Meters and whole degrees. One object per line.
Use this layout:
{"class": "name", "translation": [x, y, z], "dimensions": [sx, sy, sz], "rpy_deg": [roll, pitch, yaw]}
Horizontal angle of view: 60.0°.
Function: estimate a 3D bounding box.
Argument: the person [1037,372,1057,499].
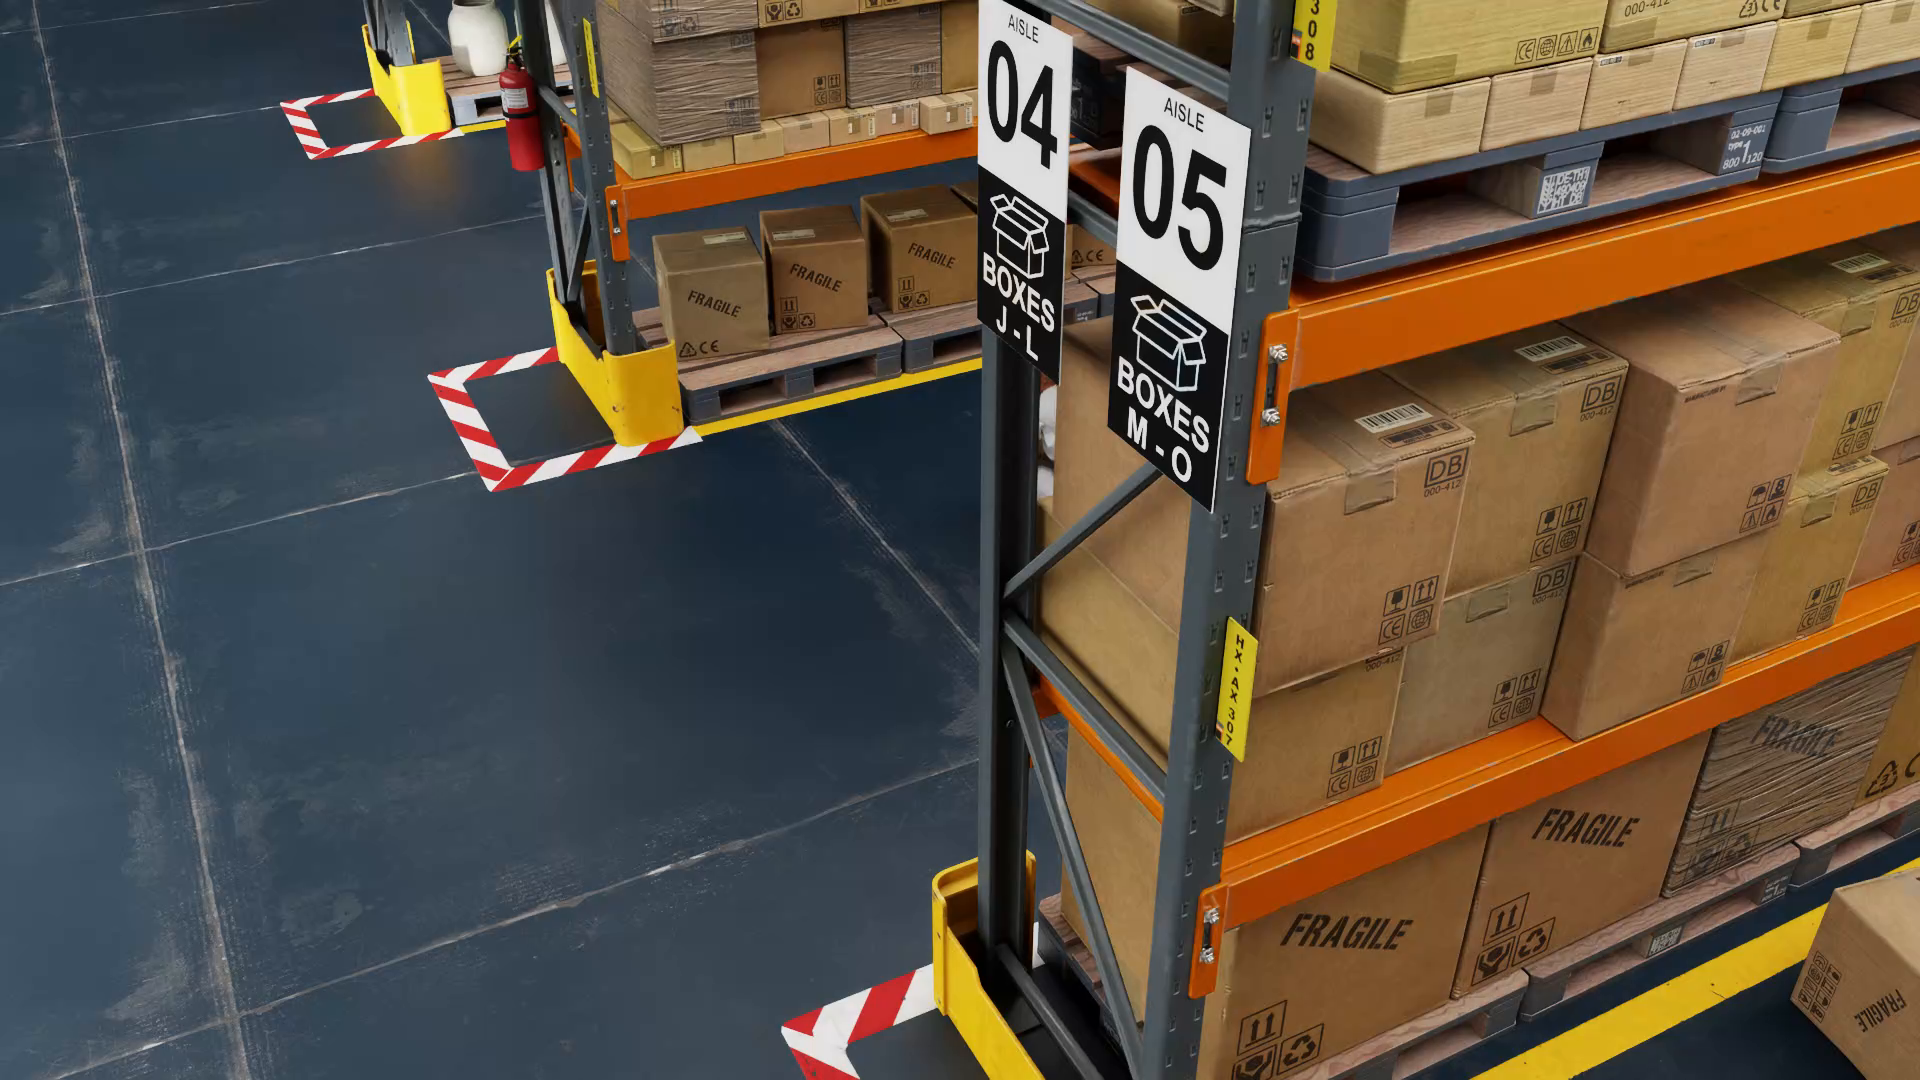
{"class": "person", "translation": [0.483, -0.353, 7.329], "dimensions": [0.426, 0.895, 0.820], "rpy_deg": [-17, 37, -24]}
